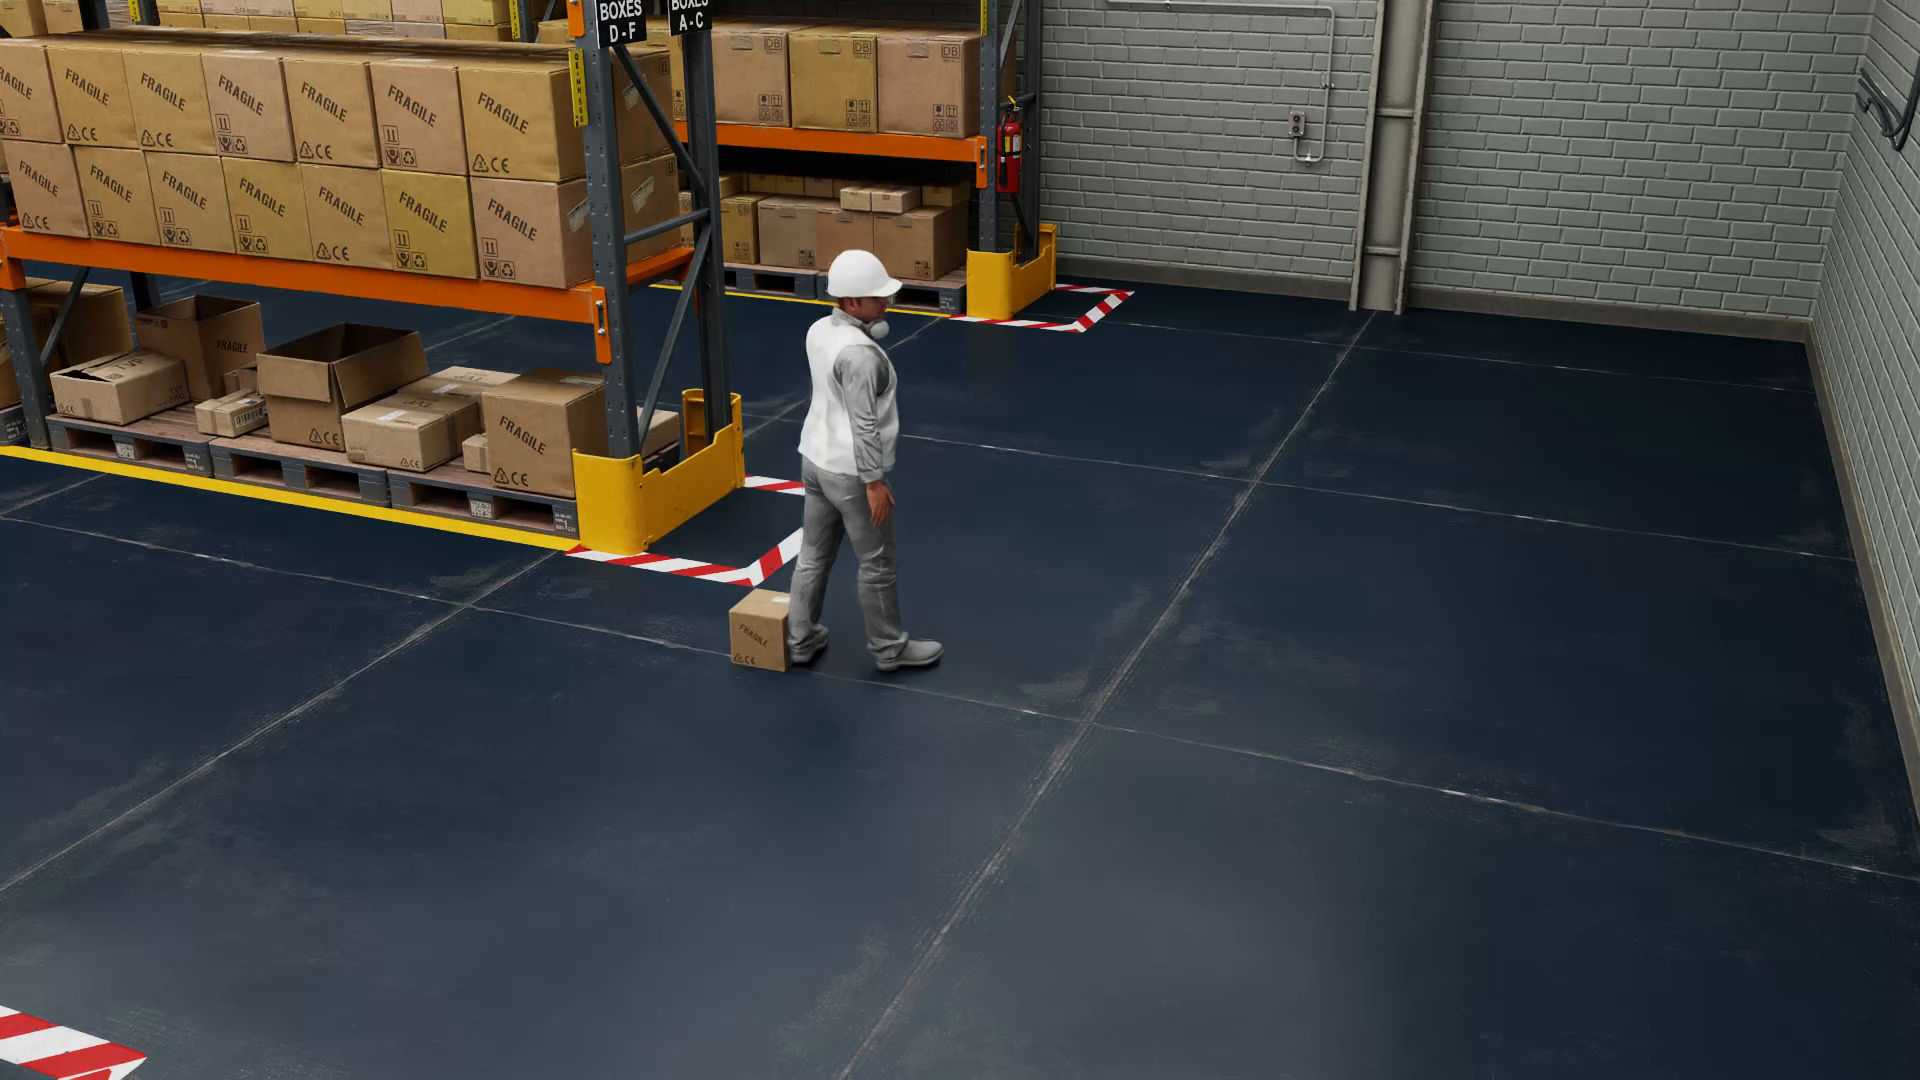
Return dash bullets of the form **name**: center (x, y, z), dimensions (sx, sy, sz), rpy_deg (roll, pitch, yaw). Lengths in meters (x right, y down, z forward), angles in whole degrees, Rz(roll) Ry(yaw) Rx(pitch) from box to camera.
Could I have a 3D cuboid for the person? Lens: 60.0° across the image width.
- **person**: center (-0.416, -0.308, 6.784), dimensions (0.617, 1.772, 0.578), rpy_deg (-12, 25, -27)
